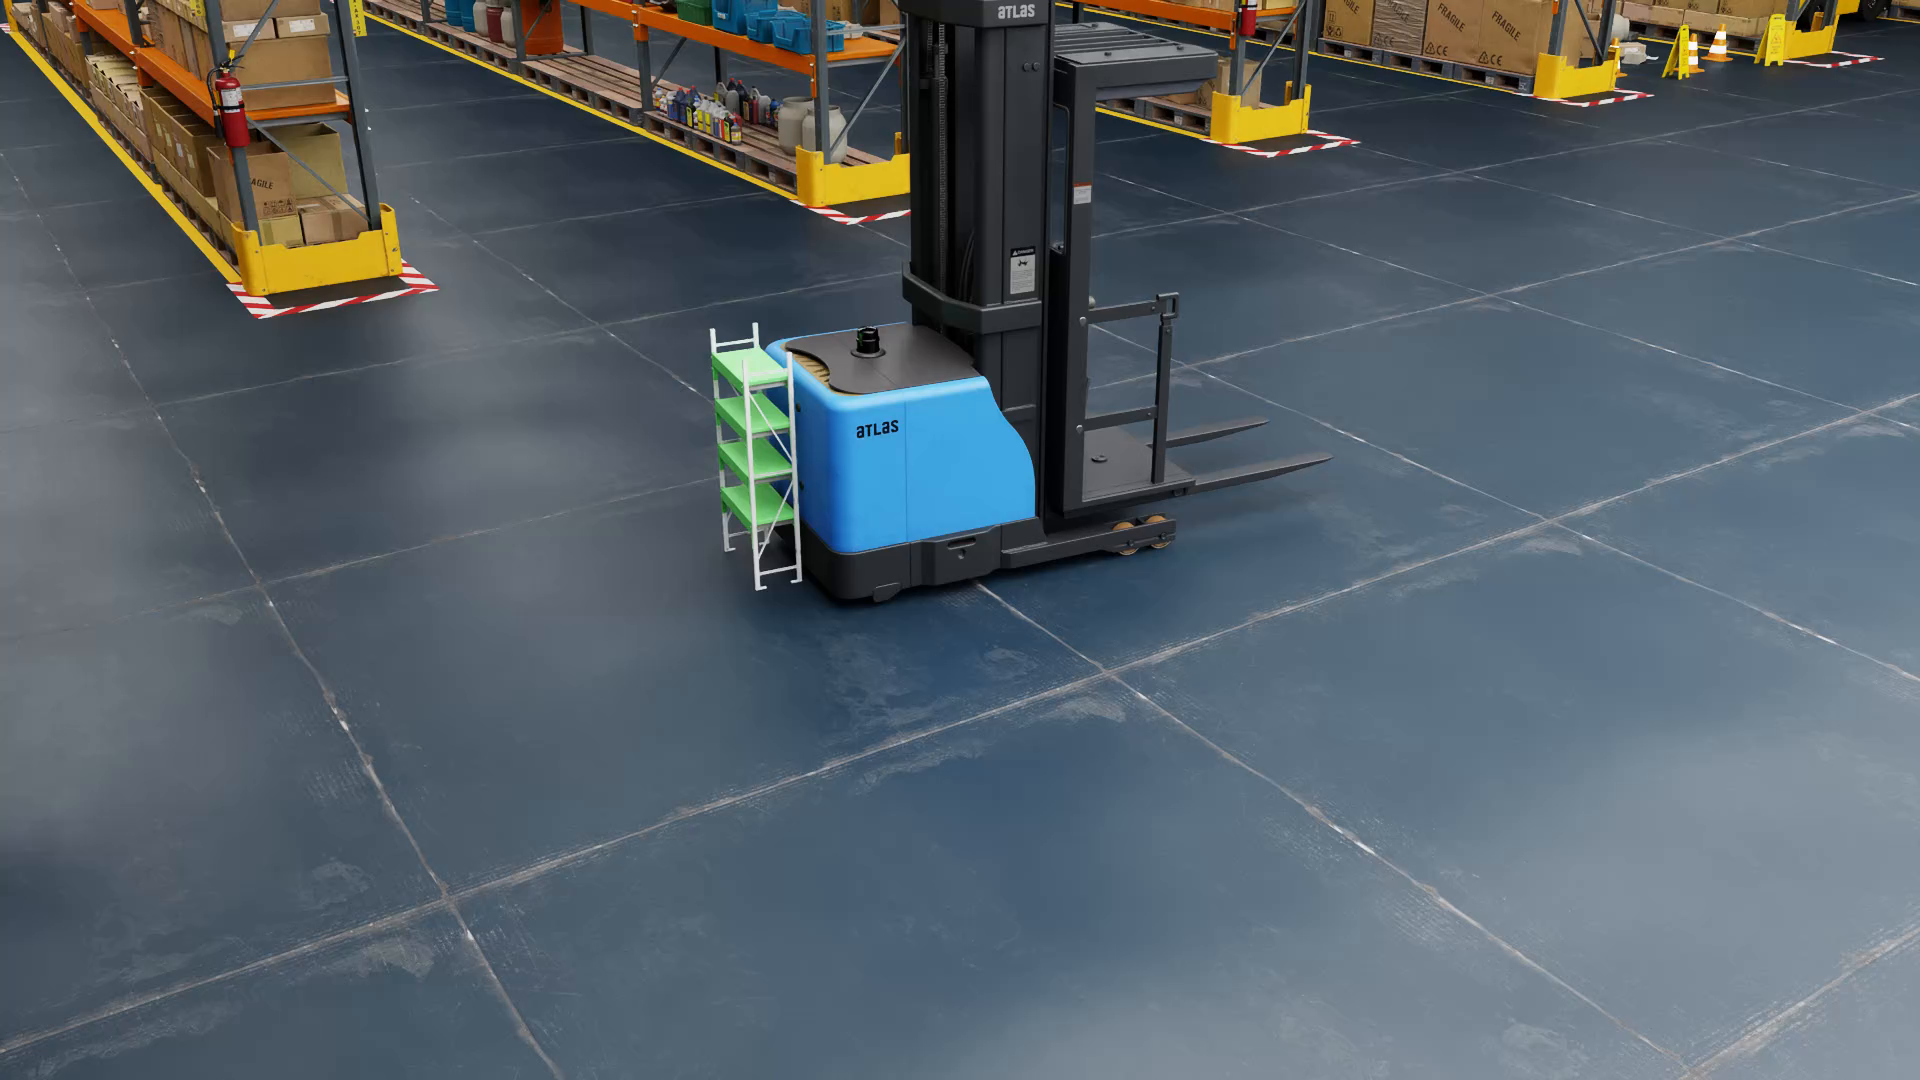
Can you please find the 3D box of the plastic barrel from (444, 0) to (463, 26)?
[{"bbox_3d":[-7.131,-7.900,23.938,0.600,0.901,0.708,-16,29,-30],"label":"plastic barrel"}]

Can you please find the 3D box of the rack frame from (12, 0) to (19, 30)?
[{"bbox_3d":[-13.750,-9.136,24.588,1.000,3.000,0.127,-16,29,-30],"label":"rack frame"}]

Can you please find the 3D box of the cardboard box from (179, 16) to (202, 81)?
[{"bbox_3d":[-6.107,-4.181,13.976,0.700,0.500,0.500,-15,29,-28],"label":"cardboard box"}]

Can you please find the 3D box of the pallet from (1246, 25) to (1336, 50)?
[{"bbox_3d":[4.829,-7.268,23.898,1.003,0.211,1.213,-16,29,-30],"label":"pallet"}]

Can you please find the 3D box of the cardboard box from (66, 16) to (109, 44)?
[{"bbox_3d":[-10.124,-5.981,19.440,0.500,0.250,0.500,-14,29,-28],"label":"cardboard box"}]

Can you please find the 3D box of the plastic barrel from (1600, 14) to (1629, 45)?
[{"bbox_3d":[9.194,-7.250,23.613,0.512,0.421,0.421,3,25,6],"label":"plastic barrel"}]

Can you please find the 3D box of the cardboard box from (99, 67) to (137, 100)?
[{"bbox_3d":[-8.773,-4.850,17.581,0.500,0.311,0.500,-16,30,-31],"label":"cardboard box"}]

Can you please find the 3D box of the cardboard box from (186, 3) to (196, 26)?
[{"bbox_3d":[-5.947,-4.213,13.283,0.380,0.149,0.250,-15,29,-28],"label":"cardboard box"}]

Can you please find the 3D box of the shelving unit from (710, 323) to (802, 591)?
[{"bbox_3d":[-1.006,-0.411,8.216,0.258,1.200,0.503,-11,28,-23],"label":"shelving unit"}]

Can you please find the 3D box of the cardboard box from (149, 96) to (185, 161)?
[{"bbox_3d":[-6.929,-3.713,14.953,0.500,0.500,0.500,-16,29,-30],"label":"cardboard box"}]

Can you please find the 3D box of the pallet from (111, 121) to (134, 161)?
[{"bbox_3d":[-8.304,-4.274,17.556,1.003,0.211,1.213,-16,29,-30],"label":"pallet"}]

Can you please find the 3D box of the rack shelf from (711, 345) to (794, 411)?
[{"bbox_3d":[-1.006,-0.788,8.038,0.258,0.148,0.480,-11,28,-23],"label":"rack shelf"}]

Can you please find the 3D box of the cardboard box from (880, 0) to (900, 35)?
[{"bbox_3d":[-0.698,-7.415,23.356,0.700,0.500,0.500,-17,30,-32],"label":"cardboard box"}]

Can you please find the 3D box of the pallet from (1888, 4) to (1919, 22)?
[{"bbox_3d":[15.294,-8.190,25.852,1.003,0.211,1.213,-16,29,-30],"label":"pallet"}]

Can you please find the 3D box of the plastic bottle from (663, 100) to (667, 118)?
[{"bbox_3d":[-3.129,-4.641,17.830,0.097,0.201,0.097,0,25,0],"label":"plastic bottle"}]

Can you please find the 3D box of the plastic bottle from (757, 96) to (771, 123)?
[{"bbox_3d":[-2.087,-4.557,17.565,0.152,0.276,0.135,-15,29,-29],"label":"plastic bottle"}]

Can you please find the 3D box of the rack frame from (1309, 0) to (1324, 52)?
[{"bbox_3d":[5.314,-8.270,22.756,1.000,3.000,0.127,-16,29,-30],"label":"rack frame"}]

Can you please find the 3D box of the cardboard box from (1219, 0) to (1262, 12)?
[{"bbox_3d":[2.958,-5.660,17.521,0.380,0.149,0.250,-16,29,-30],"label":"cardboard box"}]

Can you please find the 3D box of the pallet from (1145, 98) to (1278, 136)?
[{"bbox_3d":[2.831,-4.785,18.639,1.003,0.211,1.213,-16,29,-30],"label":"pallet"}]

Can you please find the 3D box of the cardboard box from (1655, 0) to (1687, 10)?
[{"bbox_3d":[10.376,-7.909,23.840,0.500,0.500,0.500,-16,30,-31],"label":"cardboard box"}]

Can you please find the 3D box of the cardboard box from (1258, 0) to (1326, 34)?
[{"bbox_3d":[4.900,-7.644,23.572,1.050,0.750,0.750,-16,29,-30],"label":"cardboard box"}]

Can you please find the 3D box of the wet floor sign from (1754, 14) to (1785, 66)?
[{"bbox_3d":[10.797,-6.648,22.076,0.267,0.644,0.232,-6,26,-12],"label":"wet floor sign"}]

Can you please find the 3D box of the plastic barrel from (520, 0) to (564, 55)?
[{"bbox_3d":[-5.512,-6.807,21.705,0.600,0.830,0.708,-16,29,-30],"label":"plastic barrel"}]

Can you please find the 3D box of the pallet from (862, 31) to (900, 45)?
[{"bbox_3d":[-0.655,-7.041,23.417,1.003,0.211,1.213,-16,29,-30],"label":"pallet"}]

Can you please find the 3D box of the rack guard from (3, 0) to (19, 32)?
[{"bbox_3d":[-13.709,-7.978,25.064,1.175,0.500,0.348,-16,29,-30],"label":"rack guard"}]

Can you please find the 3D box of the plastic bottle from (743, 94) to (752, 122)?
[{"bbox_3d":[-2.245,-4.587,17.619,0.061,0.283,0.133,-16,29,-30],"label":"plastic bottle"}]

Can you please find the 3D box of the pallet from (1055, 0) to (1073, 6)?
[{"bbox_3d":[2.043,-9.156,27.898,1.003,0.211,1.213,-16,29,-30],"label":"pallet"}]

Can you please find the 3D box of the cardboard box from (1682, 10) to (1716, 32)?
[{"bbox_3d":[10.647,-7.390,23.619,0.500,0.250,0.500,-15,29,-29],"label":"cardboard box"}]

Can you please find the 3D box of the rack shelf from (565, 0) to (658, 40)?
[{"bbox_3d":[-4.139,-6.387,19.608,1.077,0.370,4.000,-16,29,-30],"label":"rack shelf"}]

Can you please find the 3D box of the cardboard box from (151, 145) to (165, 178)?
[{"bbox_3d":[-7.200,-3.553,15.493,0.500,0.250,0.500,-16,29,-30],"label":"cardboard box"}]

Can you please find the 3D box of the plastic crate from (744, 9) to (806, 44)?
[{"bbox_3d":[-1.737,-4.841,15.666,0.499,0.251,0.408,-16,29,-30],"label":"plastic crate"}]

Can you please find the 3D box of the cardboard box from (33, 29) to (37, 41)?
[{"bbox_3d":[-12.370,-6.872,22.618,0.380,0.149,0.250,-16,29,-30],"label":"cardboard box"}]

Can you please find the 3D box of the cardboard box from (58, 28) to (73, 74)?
[{"bbox_3d":[-10.664,-5.994,20.346,0.500,0.500,0.500,-17,30,-31],"label":"cardboard box"}]

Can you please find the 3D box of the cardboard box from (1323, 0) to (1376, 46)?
[{"bbox_3d":[5.598,-7.258,22.609,0.875,0.875,0.875,-15,29,-29],"label":"cardboard box"}]

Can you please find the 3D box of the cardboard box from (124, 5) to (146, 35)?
[{"bbox_3d":[-7.833,-5.054,16.100,0.396,0.266,0.258,-16,30,-31],"label":"cardboard box"}]

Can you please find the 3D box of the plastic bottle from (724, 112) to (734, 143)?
[{"bbox_3d":[-2.312,-4.129,16.649,0.061,0.283,0.133,-15,29,-28],"label":"plastic bottle"}]

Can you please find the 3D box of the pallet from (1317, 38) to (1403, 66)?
[{"bbox_3d":[5.663,-6.719,22.736,1.003,0.211,1.213,-16,29,-30],"label":"pallet"}]

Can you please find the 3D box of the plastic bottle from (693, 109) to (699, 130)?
[{"bbox_3d":[-2.716,-4.370,17.257,0.097,0.201,0.097,0,25,0],"label":"plastic bottle"}]

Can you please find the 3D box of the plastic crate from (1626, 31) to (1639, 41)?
[{"bbox_3d":[9.576,-7.387,24.305,0.583,0.080,0.402,18,31,33],"label":"plastic crate"}]

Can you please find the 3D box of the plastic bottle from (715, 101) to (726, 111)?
[{"bbox_3d":[-2.508,-4.402,17.237,0.152,0.276,0.135,-16,29,-30],"label":"plastic bottle"}]

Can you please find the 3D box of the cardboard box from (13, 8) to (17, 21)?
[{"bbox_3d":[-13.673,-7.734,24.423,0.380,0.166,0.250,-16,29,-30],"label":"cardboard box"}]

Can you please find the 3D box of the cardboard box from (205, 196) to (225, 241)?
[{"bbox_3d":[-5.839,-2.658,13.596,0.500,0.250,0.500,-16,29,-30],"label":"cardboard box"}]

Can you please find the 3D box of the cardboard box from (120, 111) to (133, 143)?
[{"bbox_3d":[-8.223,-4.235,16.936,0.500,0.250,0.500,-15,29,-28],"label":"cardboard box"}]

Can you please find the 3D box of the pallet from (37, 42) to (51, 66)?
[{"bbox_3d":[-11.940,-6.690,22.674,1.003,0.211,1.213,-16,29,-30],"label":"pallet"}]

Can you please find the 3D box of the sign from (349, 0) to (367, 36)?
[{"bbox_3d":[-4.547,-3.967,12.533,0.100,0.325,0.005,-16,29,-30],"label":"sign"}]

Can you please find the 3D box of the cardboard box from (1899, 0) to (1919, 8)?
[{"bbox_3d":[14.962,-8.409,25.777,0.500,0.250,0.500,-16,29,-30],"label":"cardboard box"}]

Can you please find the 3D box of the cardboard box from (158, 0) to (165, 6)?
[{"bbox_3d":[-6.656,-4.676,14.264,0.380,0.149,0.250,-17,30,-31],"label":"cardboard box"}]

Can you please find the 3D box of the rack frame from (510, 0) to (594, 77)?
[{"bbox_3d":[-5.231,-7.427,20.969,1.000,3.000,0.127,-16,29,-30],"label":"rack frame"}]

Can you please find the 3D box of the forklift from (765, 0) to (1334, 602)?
[{"bbox_3d":[0.563,-1.439,8.365,3.031,2.935,1.130,-11,28,-23],"label":"forklift"}]

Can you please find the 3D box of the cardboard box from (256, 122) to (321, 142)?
[{"bbox_3d":[-5.680,-3.296,14.069,0.500,0.500,0.500,-16,29,-30],"label":"cardboard box"}]
